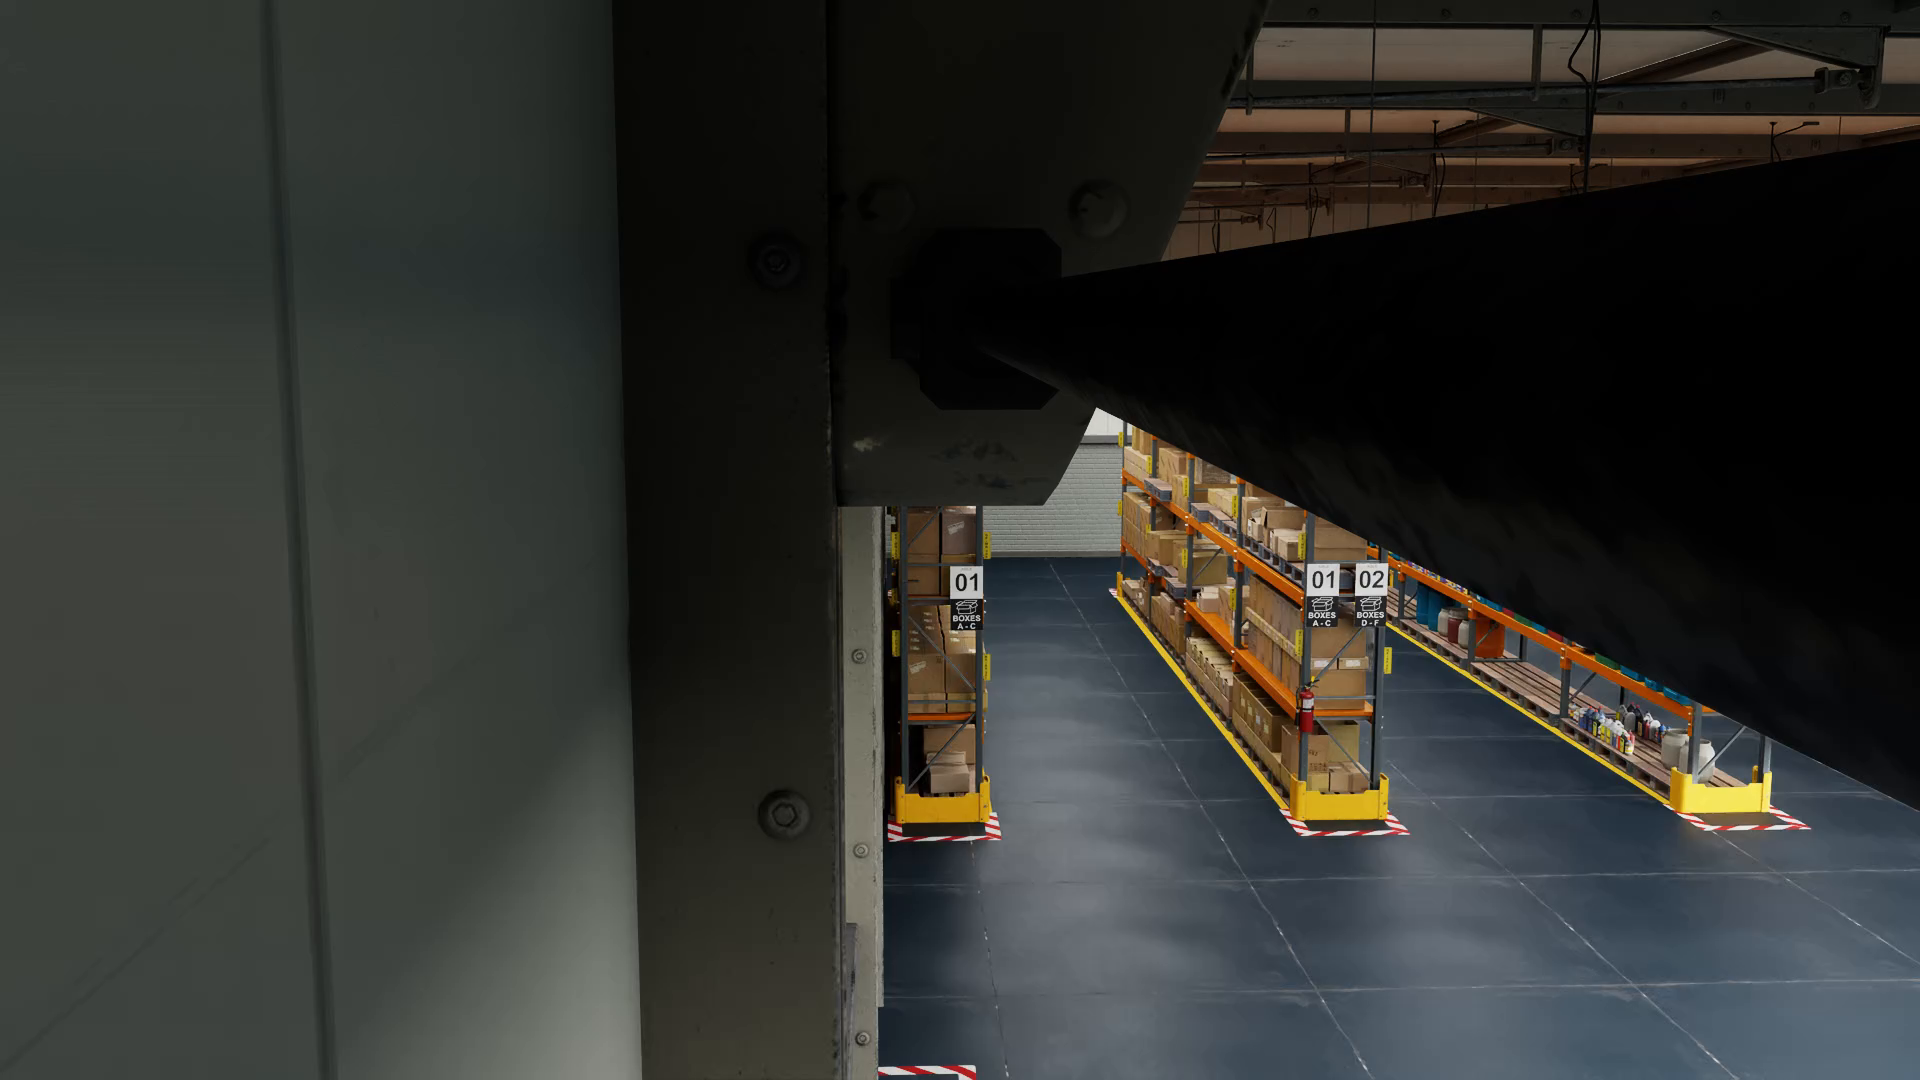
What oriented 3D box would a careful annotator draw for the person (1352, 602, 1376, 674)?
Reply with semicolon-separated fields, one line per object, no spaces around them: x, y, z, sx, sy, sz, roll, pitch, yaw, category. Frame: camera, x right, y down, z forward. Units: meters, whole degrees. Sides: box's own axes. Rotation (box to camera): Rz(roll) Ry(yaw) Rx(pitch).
7.021;1.463;28.871;0.516;1.699;0.761;-1;8;-10;person
